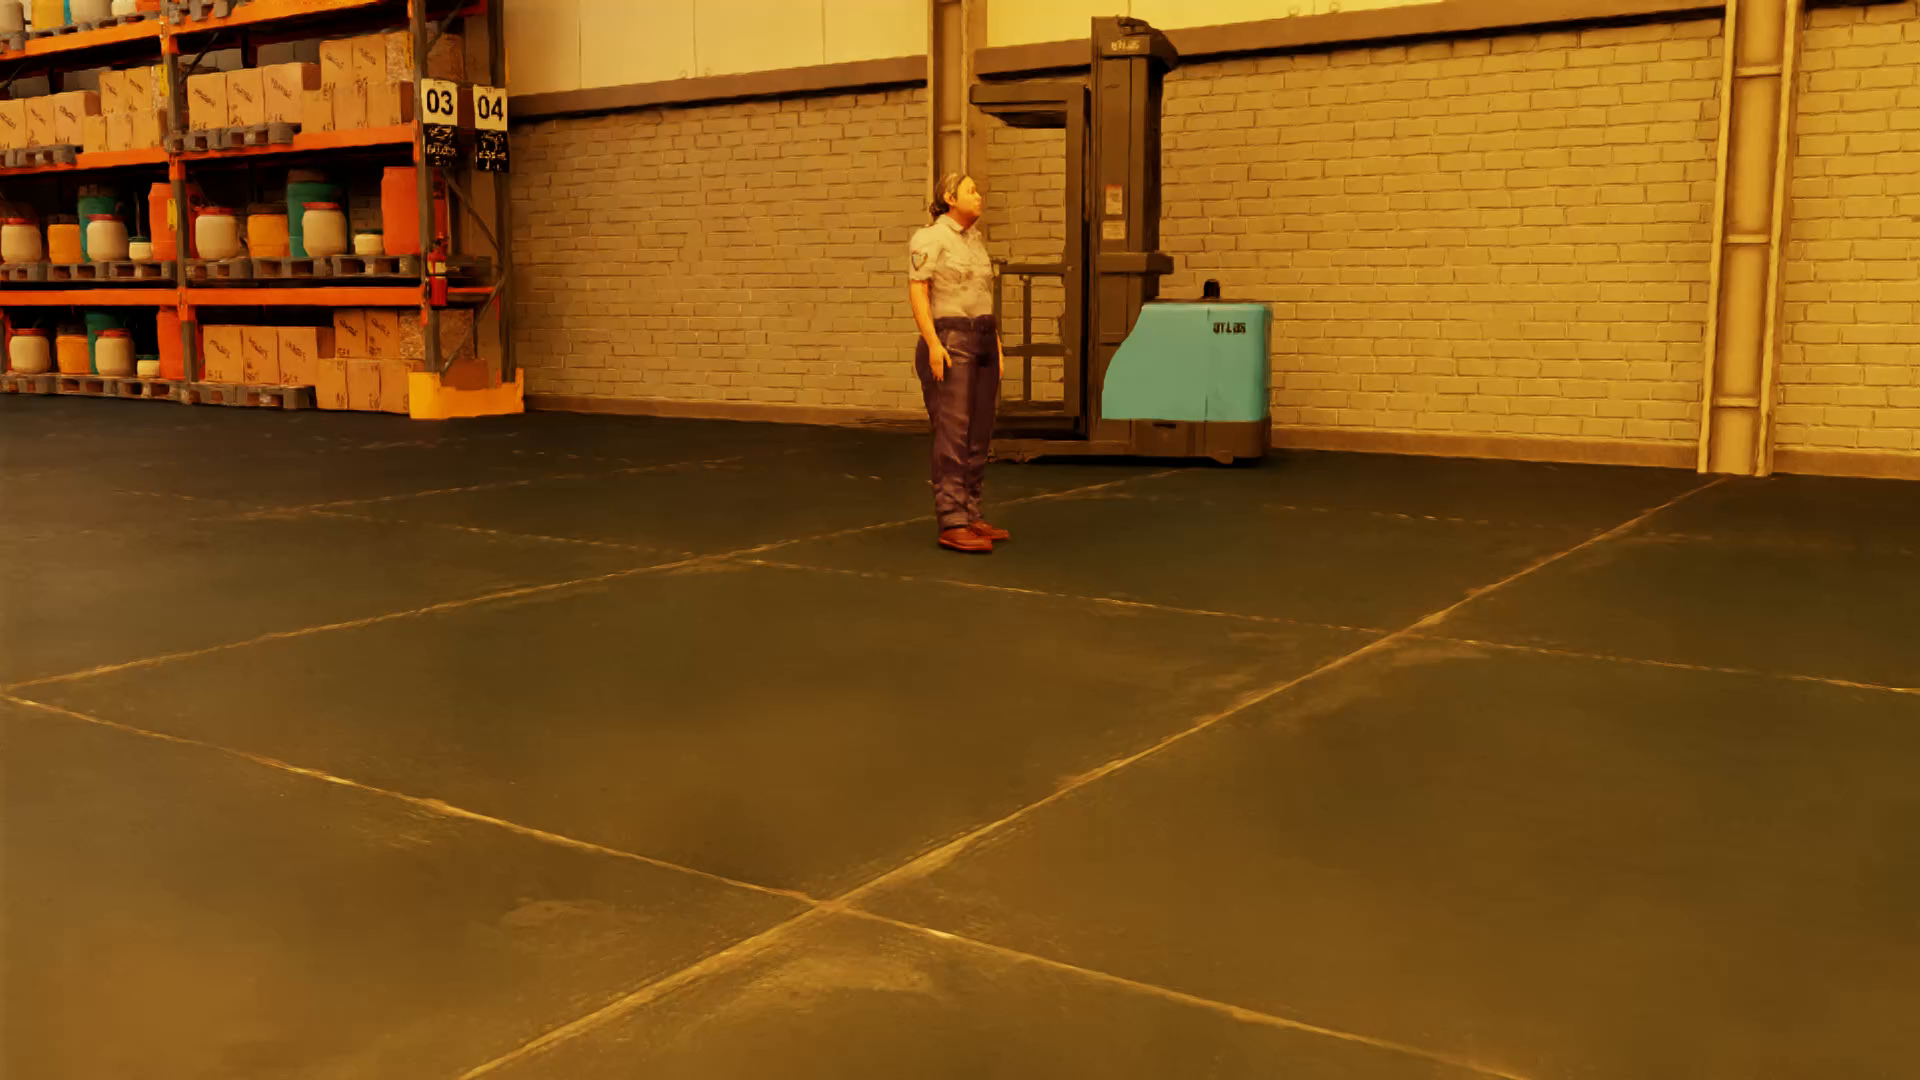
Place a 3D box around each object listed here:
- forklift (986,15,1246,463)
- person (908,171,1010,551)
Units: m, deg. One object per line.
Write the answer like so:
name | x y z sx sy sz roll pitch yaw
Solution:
forklift | 0.630 -2.038 11.527 3.031 2.935 1.121 2 8 14
person | 0.062 -0.813 7.418 0.502 1.650 0.599 5 10 34
